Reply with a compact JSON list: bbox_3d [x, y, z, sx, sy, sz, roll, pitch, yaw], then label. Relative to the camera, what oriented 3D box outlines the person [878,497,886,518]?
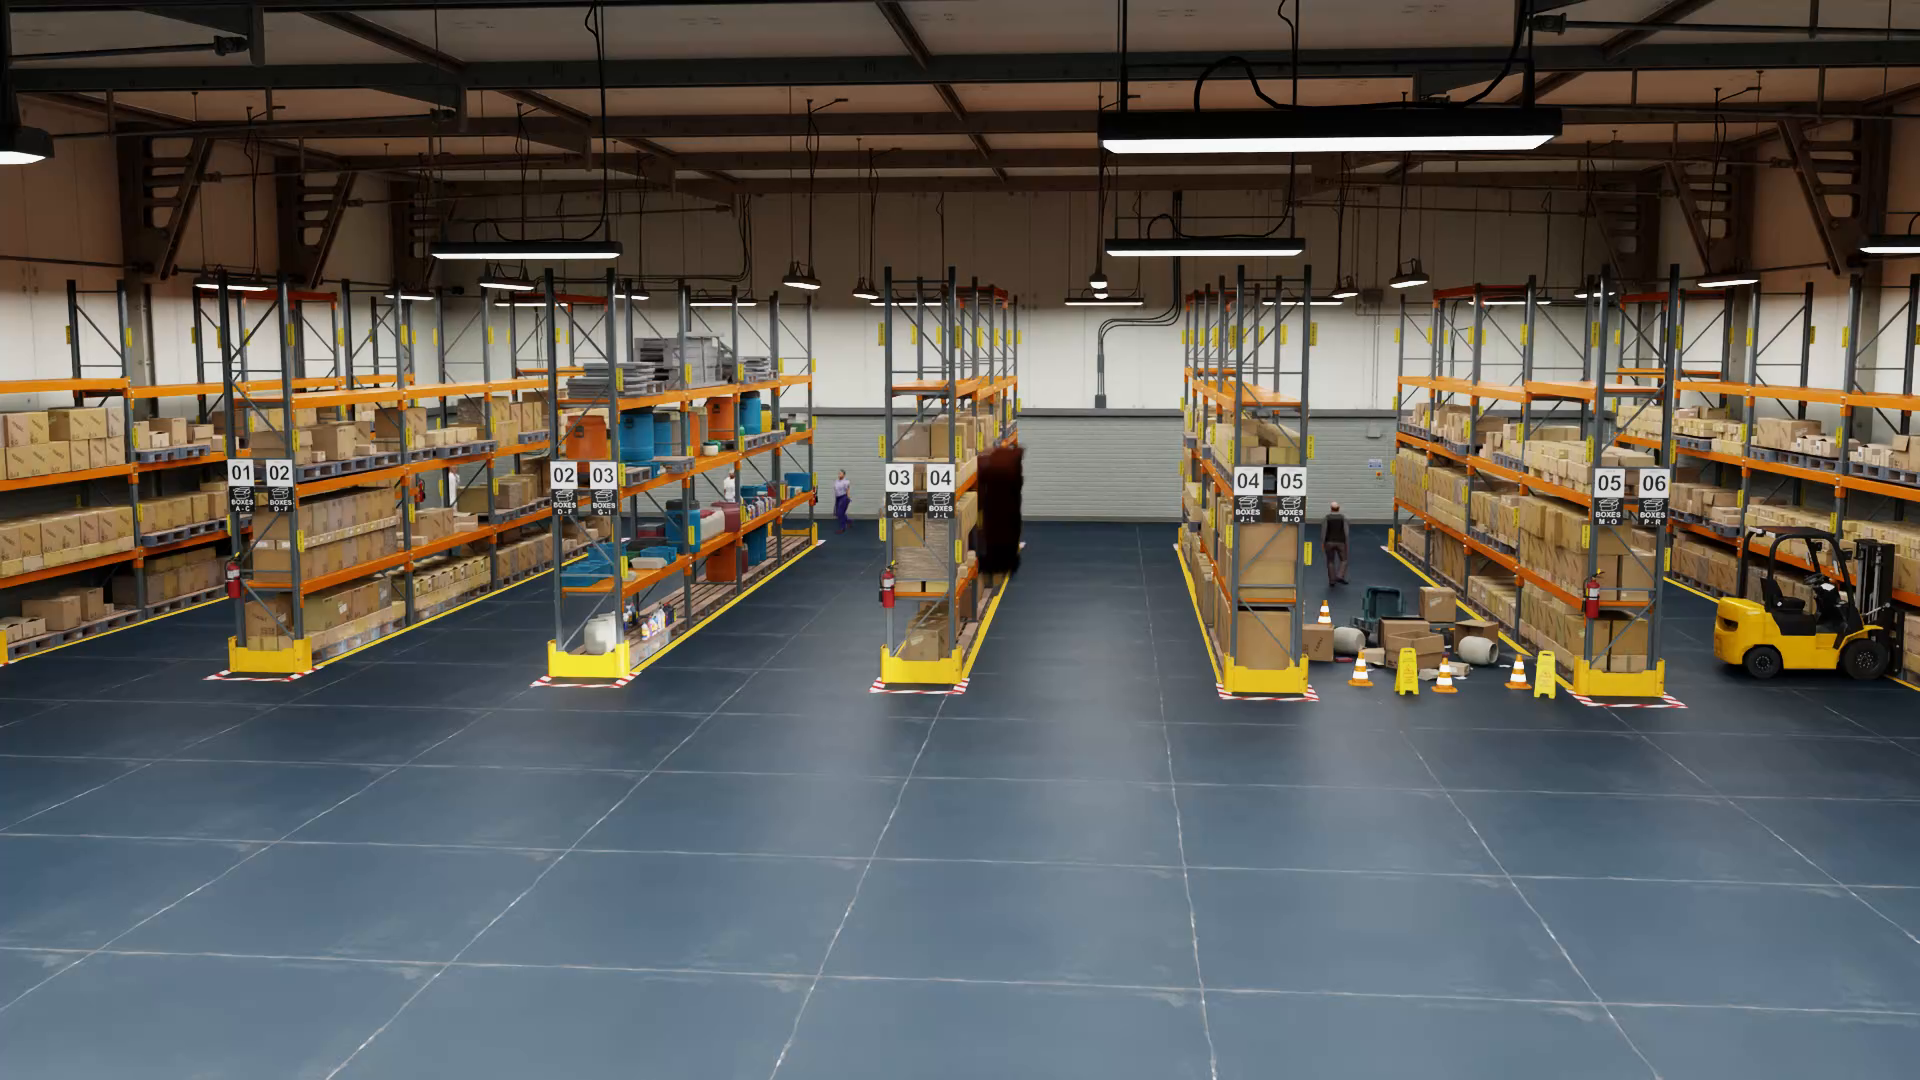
[{"bbox_3d":[-1.497,-0.420,37.849,0.698,1.676,0.678,2,7,13],"label":"person"}]

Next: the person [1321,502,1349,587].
[{"bbox_3d":[7.560,0.091,33.508,0.571,1.720,0.519,1,7,11],"label":"person"}]

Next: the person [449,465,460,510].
[{"bbox_3d":[-13.064,-1.083,42.677,0.565,1.777,0.606,1,7,7],"label":"person"}]

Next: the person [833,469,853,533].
[{"bbox_3d":[-2.986,-1.009,42.703,0.610,1.630,0.478,-5,8,-34],"label":"person"}]

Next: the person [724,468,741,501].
[{"bbox_3d":[-5.915,-1.074,43.278,0.508,1.616,1.021,0,7,3],"label":"person"}]
